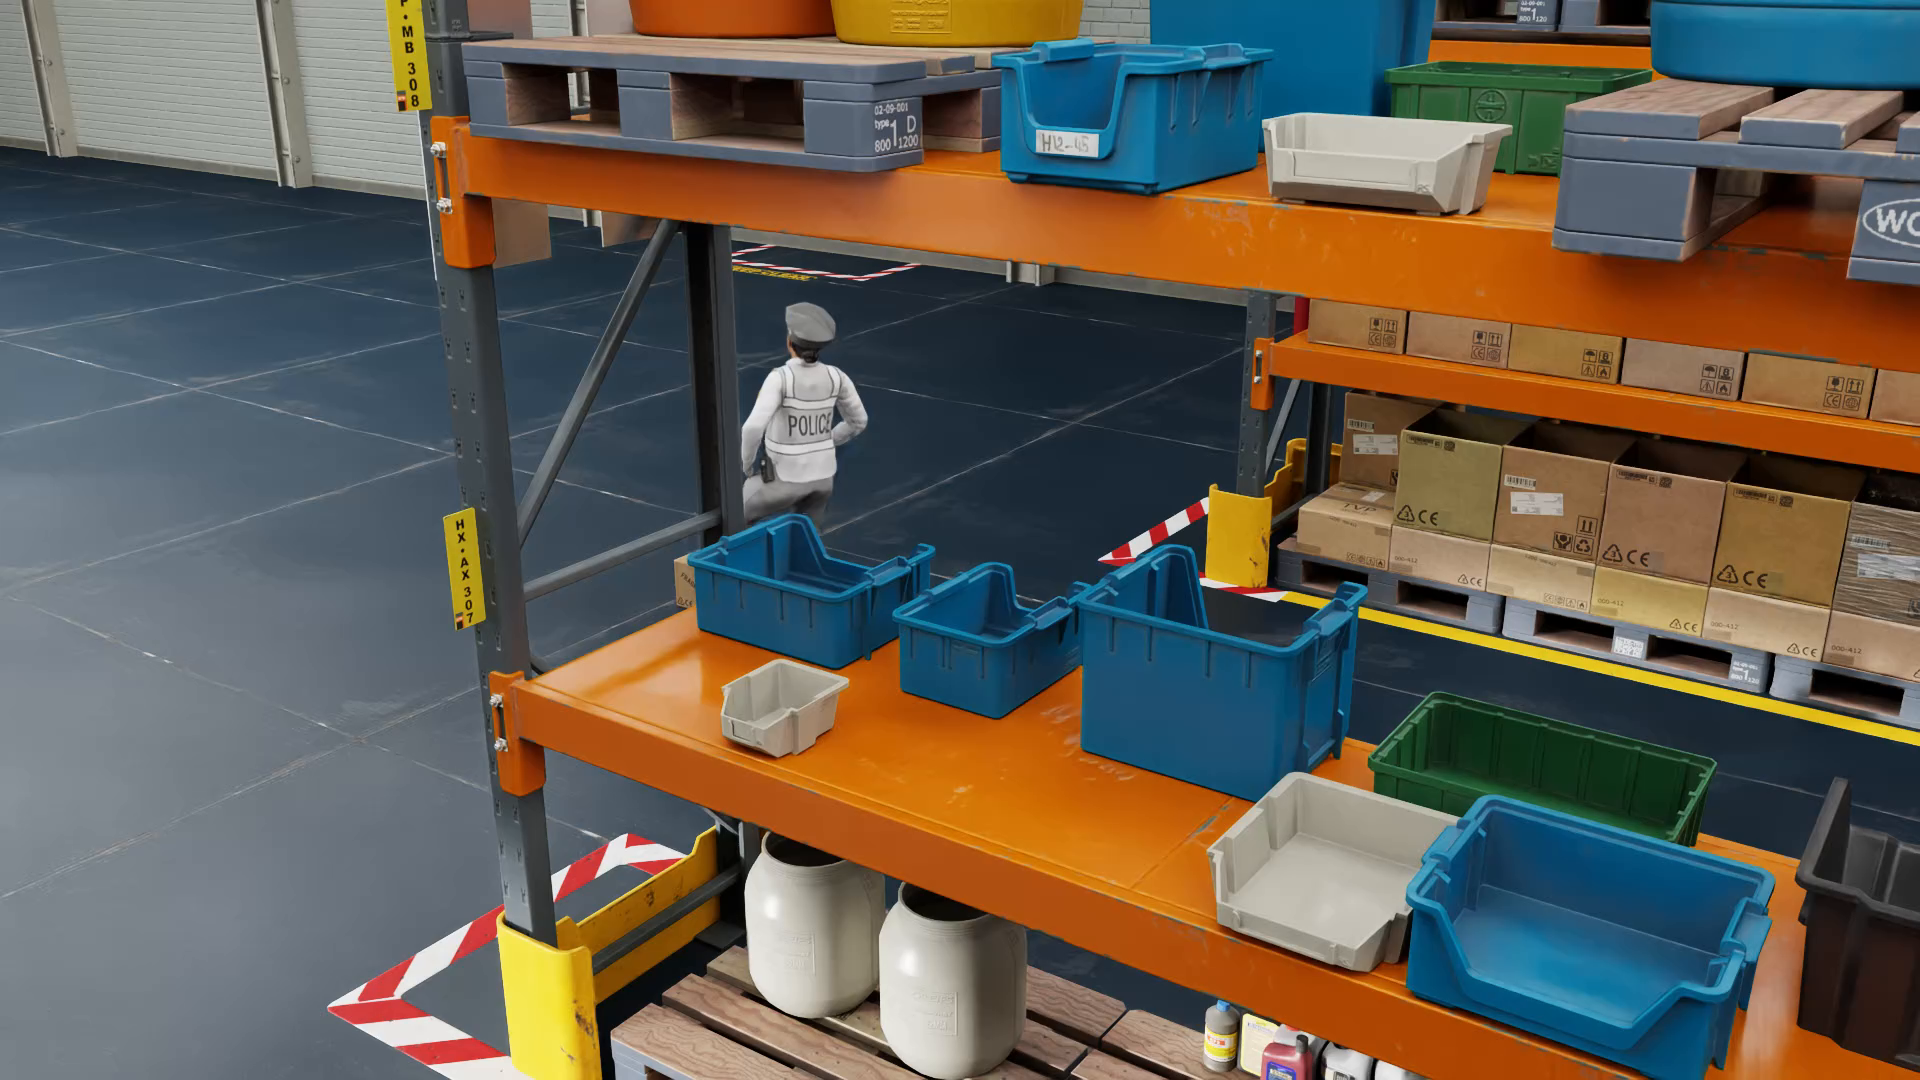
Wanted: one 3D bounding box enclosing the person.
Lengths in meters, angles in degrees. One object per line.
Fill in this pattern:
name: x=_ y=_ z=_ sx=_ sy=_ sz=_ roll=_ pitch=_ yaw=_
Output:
person: x=-0.829 y=-0.316 z=7.967 sx=0.520 sy=1.660 sz=0.741 roll=18 pitch=27 yaw=41
